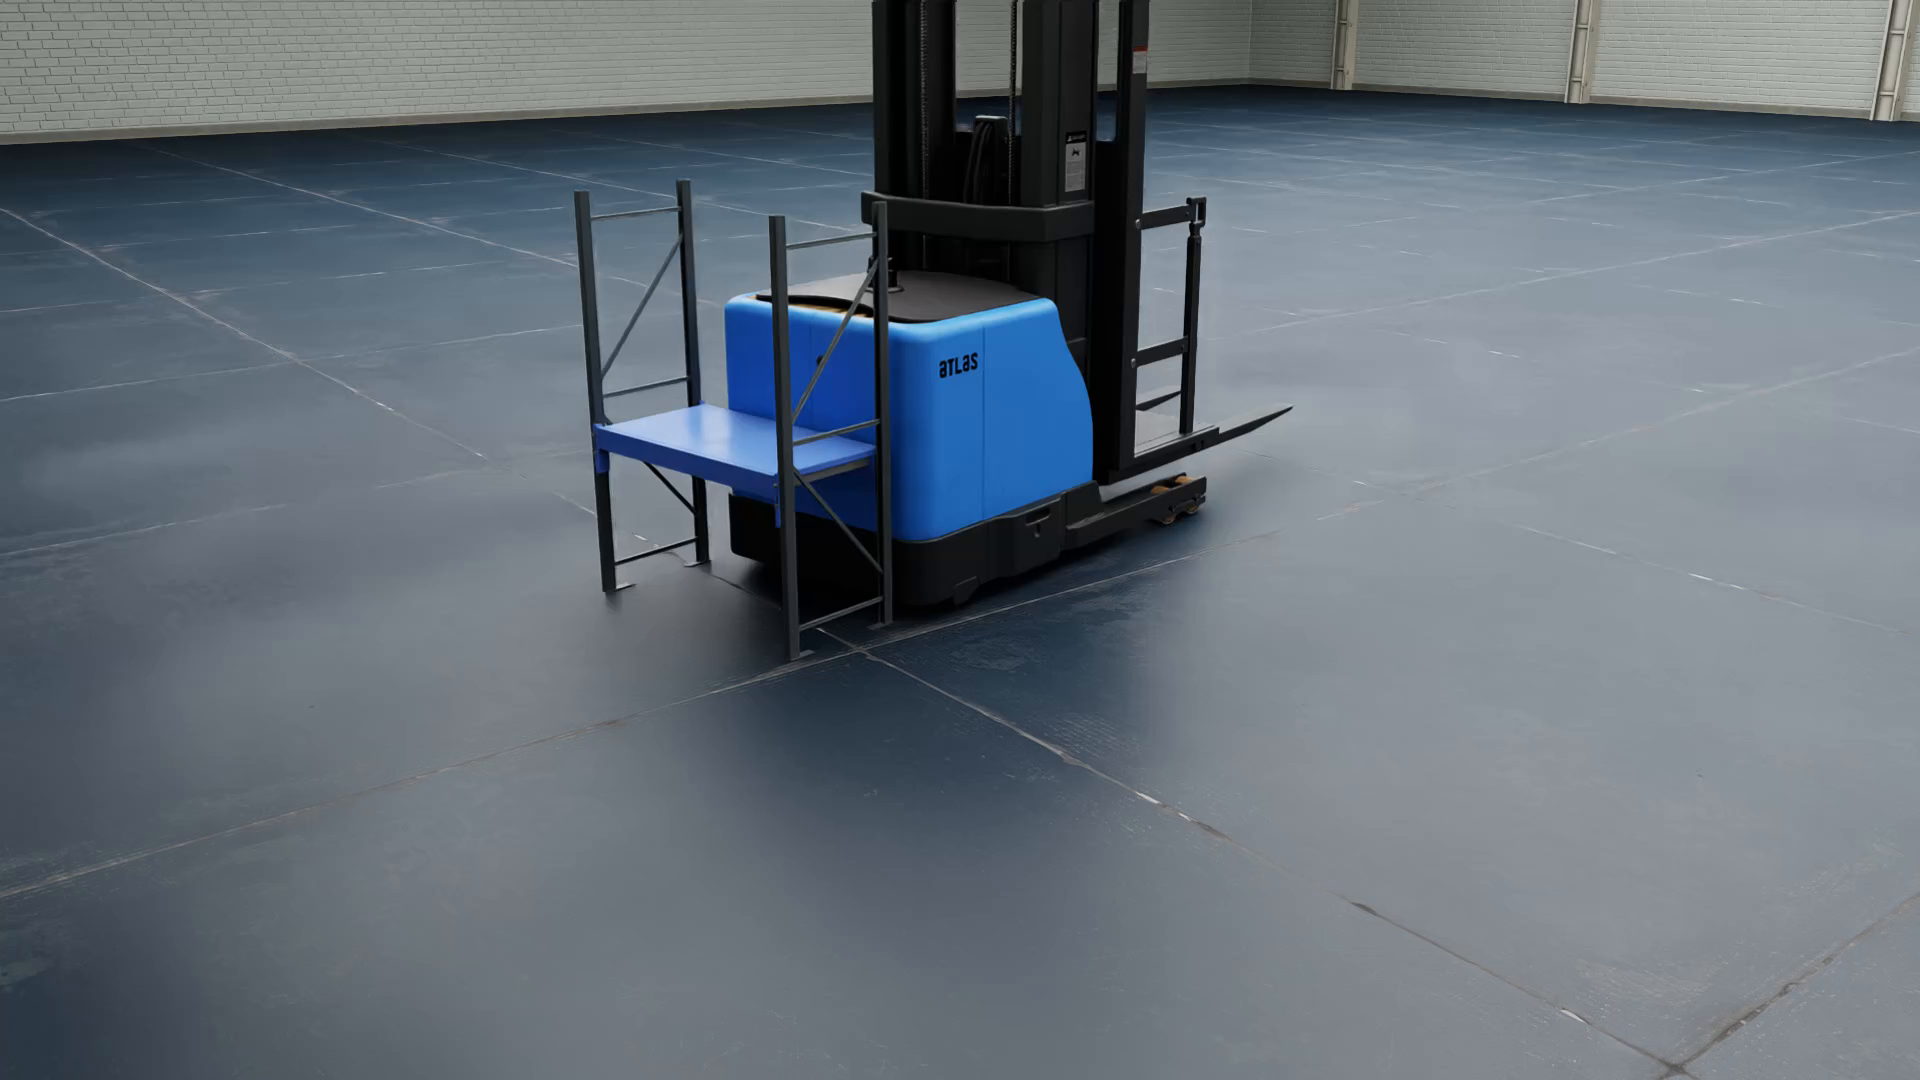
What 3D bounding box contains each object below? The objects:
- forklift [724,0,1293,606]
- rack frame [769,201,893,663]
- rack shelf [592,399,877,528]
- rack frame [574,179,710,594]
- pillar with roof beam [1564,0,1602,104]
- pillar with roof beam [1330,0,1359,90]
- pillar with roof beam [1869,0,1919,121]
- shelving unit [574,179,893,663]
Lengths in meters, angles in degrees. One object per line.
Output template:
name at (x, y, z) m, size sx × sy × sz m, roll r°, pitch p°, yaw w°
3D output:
forklift at (0.423, -1.545, 6.909) m, size 1.130 × 2.935 × 3.031 m, roll 15°, pitch 23°, yaw 37°
rack frame at (-0.420, -0.356, 5.594) m, size 0.032 × 1.500 × 0.500 m, roll 16°, pitch 24°, yaw 39°
rack shelf at (-0.799, -0.292, 5.972) m, size 1.000 × 0.185 × 0.538 m, roll 16°, pitch 24°, yaw 39°
rack frame at (-1.178, -0.569, 6.237) m, size 0.032 × 1.500 × 0.500 m, roll 16°, pitch 24°, yaw 39°
pillar with roof beam at (9.064, -12.247, 29.575) m, size 9.100 × 9.000 × 0.400 m, roll -14°, pitch 23°, yaw -36°
pillar with roof beam at (5.338, -13.726, 34.040) m, size 9.100 × 9.000 × 0.400 m, roll -14°, pitch 23°, yaw -36°
pillar with roof beam at (12.789, -10.769, 25.110) m, size 9.100 × 9.000 × 0.400 m, roll -14°, pitch 23°, yaw -36°
shelving unit at (-0.799, -0.463, 5.915) m, size 1.048 × 1.500 × 0.538 m, roll 16°, pitch 24°, yaw 39°
